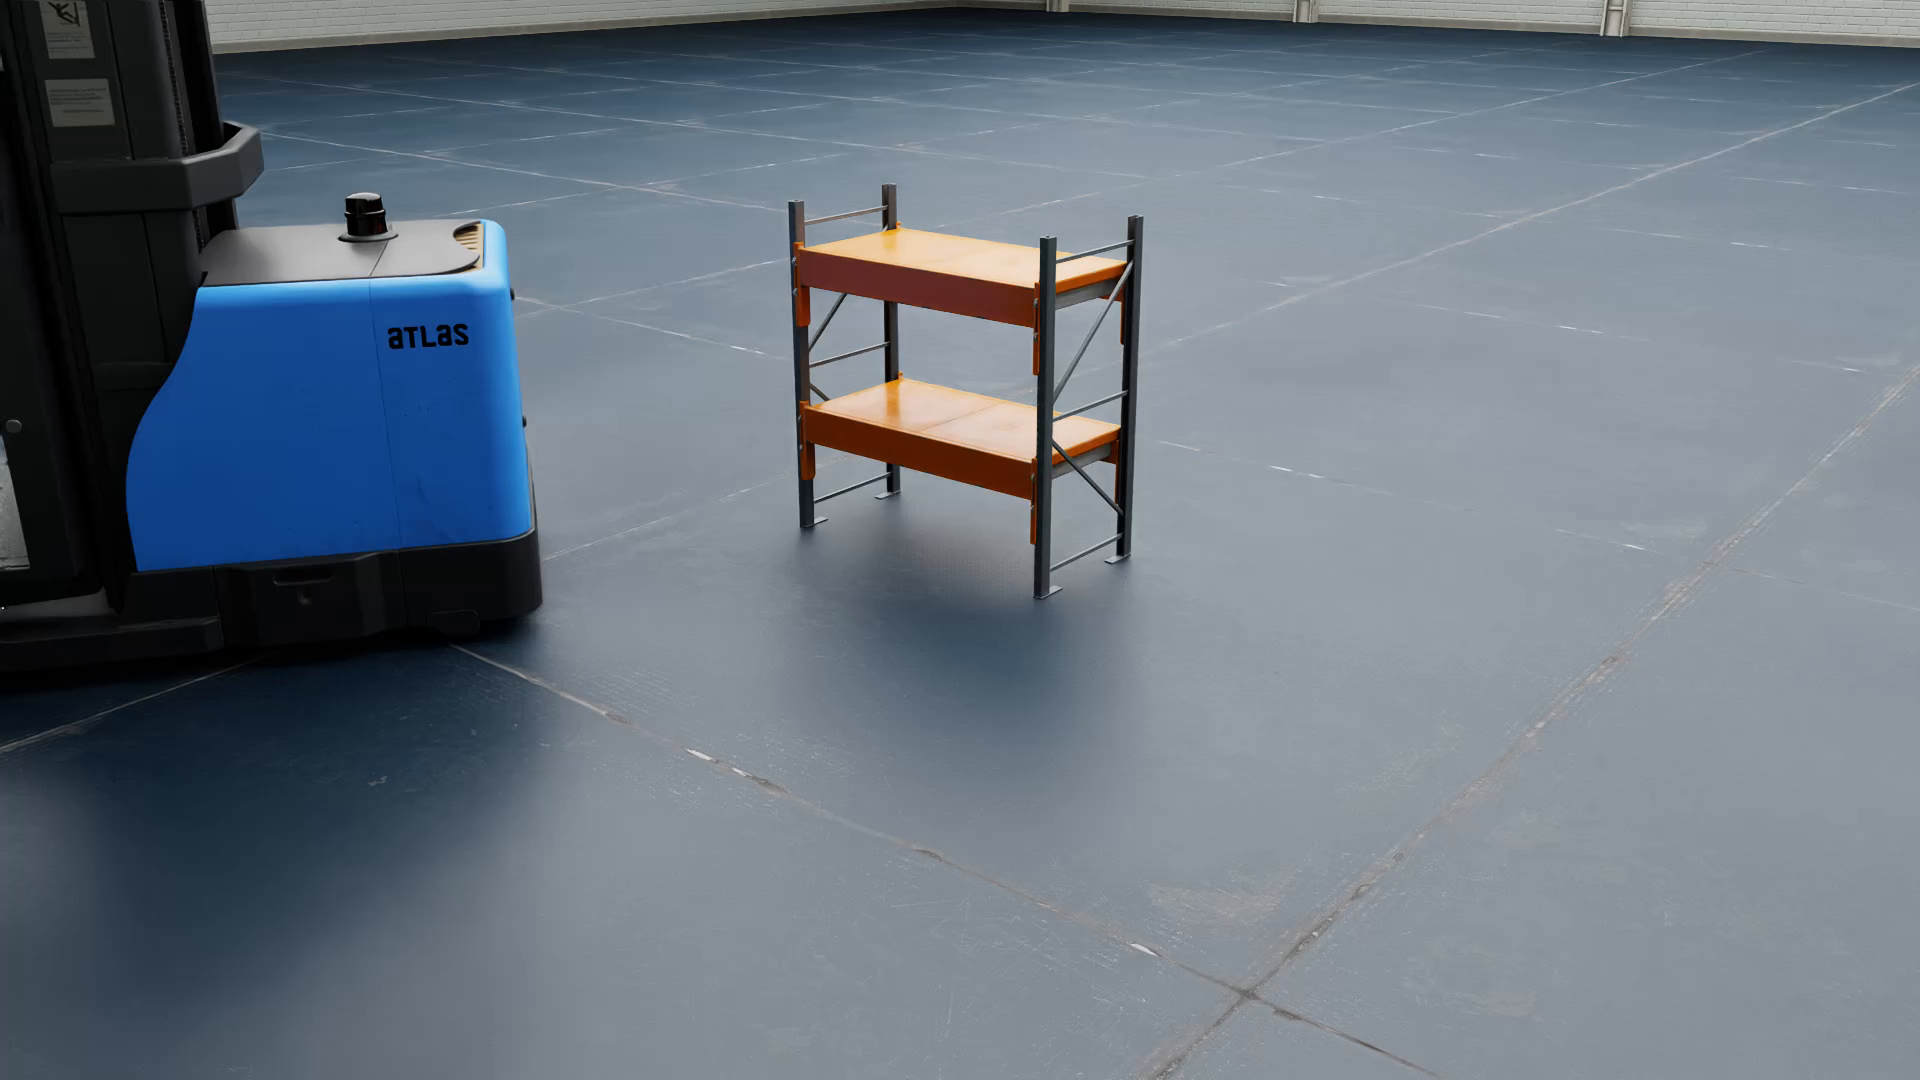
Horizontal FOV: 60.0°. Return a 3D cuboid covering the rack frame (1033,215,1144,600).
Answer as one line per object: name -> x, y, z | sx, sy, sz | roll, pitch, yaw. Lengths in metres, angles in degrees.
rack frame -> 0.399, -0.411, 5.165 | 0.032, 1.125, 0.500 | 16, 26, 36

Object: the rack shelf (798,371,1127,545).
rack shelf -> 0.005, -0.296, 5.552 | 1.000, 0.278, 0.538 | 16, 26, 36

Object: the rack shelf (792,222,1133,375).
rack shelf -> 0.005, -0.799, 5.362 | 1.000, 0.278, 0.538 | 16, 26, 36

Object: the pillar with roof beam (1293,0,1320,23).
pillar with roof beam -> 4.050, -13.186, 27.881 | 0.400, 9.000, 9.100 | 16, 26, 36

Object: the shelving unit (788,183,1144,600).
shelving unit -> 0.005, -0.525, 5.466 | 1.048, 1.125, 0.538 | 16, 26, 36

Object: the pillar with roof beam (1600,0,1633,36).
pillar with roof beam -> 8.699, -11.847, 24.331 | 0.400, 9.000, 9.100 | 16, 26, 36

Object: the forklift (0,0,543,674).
forklift -> -2.821, -1.126, 4.501 | 3.031, 2.935, 1.130 | -5, 21, -14

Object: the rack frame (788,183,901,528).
rack frame -> -0.389, -0.638, 5.766 | 0.032, 1.125, 0.500 | 16, 26, 36

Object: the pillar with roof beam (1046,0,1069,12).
pillar with roof beam -> -0.598, -14.524, 31.430 | 0.400, 9.000, 9.100 | 16, 26, 36
